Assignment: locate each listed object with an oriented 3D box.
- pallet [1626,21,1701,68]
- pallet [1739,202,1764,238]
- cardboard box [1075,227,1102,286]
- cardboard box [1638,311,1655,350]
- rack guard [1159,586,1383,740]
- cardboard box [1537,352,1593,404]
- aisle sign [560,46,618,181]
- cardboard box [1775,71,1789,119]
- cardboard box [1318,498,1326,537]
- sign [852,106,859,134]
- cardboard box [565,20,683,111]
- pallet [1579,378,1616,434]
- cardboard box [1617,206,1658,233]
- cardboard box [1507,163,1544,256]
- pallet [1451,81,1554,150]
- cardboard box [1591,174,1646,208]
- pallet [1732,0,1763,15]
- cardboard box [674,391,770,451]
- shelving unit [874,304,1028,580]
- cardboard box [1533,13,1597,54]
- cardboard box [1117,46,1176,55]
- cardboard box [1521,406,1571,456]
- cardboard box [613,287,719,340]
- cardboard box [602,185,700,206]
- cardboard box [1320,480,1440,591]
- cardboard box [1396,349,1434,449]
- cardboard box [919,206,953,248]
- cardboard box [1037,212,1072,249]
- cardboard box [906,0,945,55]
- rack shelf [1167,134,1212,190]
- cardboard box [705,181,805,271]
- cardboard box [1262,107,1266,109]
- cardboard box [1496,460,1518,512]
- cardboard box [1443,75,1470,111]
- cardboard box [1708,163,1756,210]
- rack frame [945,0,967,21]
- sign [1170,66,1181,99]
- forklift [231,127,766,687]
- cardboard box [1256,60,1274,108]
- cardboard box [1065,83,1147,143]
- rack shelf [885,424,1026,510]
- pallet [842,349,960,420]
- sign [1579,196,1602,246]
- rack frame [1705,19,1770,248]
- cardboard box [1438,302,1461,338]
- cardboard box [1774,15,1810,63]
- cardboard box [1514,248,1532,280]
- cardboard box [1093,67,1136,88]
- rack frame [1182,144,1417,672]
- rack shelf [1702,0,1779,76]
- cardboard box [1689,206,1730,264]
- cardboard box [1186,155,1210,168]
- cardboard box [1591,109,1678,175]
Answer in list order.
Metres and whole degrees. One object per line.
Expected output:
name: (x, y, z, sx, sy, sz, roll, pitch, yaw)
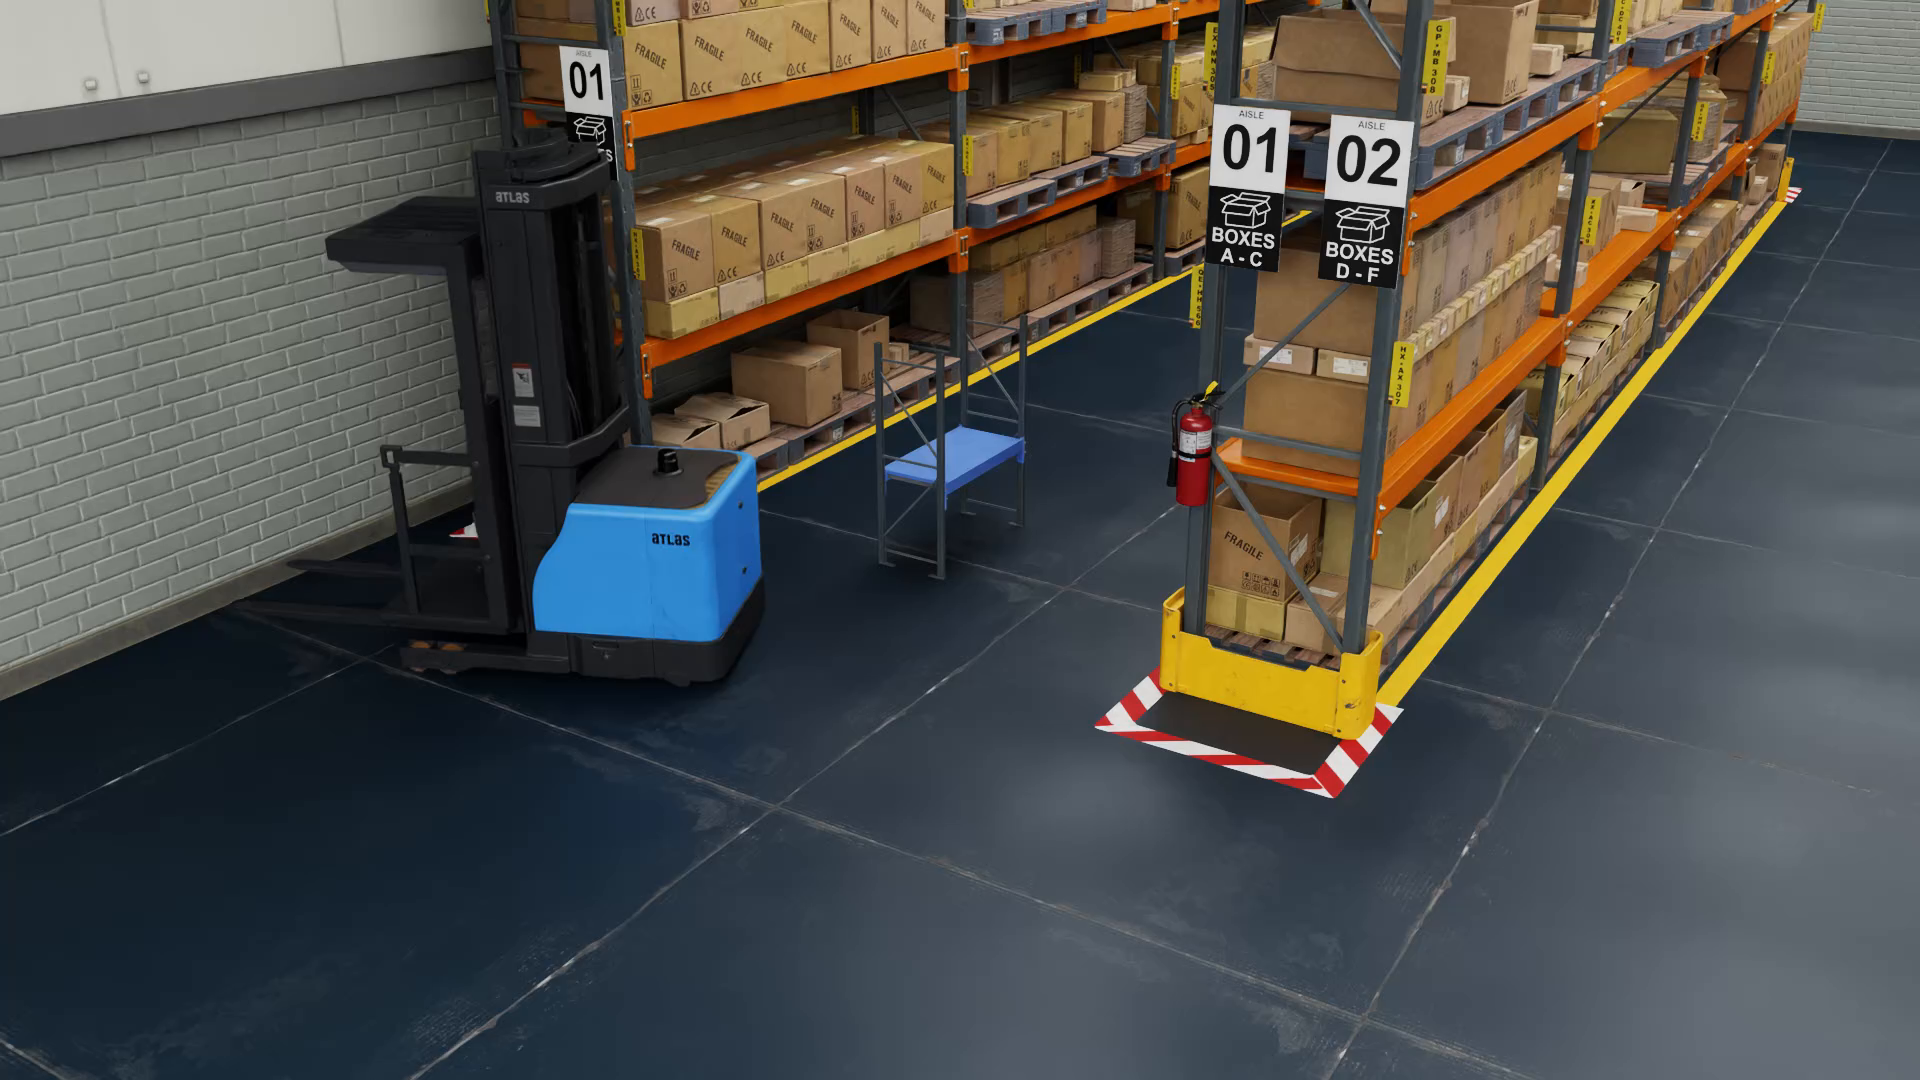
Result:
pallet: (5.047, -3.860, 12.854, 1.003, 0.211, 1.213, 15, 28, 31)
pallet: (9.032, -3.912, 20.020, 1.003, 0.211, 1.213, 14, 27, 29)
cardboard box: (1.000, -2.885, 16.730, 0.700, 0.500, 0.500, 14, 27, 29)
cardboard box: (5.846, -1.899, 14.792, 0.500, 0.250, 0.500, 15, 27, 30)
rack guard: (1.684, 0.659, 9.099, 1.175, 0.500, 0.348, 14, 27, 29)
cardboard box: (4.504, -1.290, 12.680, 0.500, 0.311, 0.500, 14, 27, 28)
aisle sign: (-2.297, -2.639, 10.298, 0.394, 0.787, 0.004, 14, 27, 29)
cardboard box: (9.327, -5.221, 19.409, 0.500, 0.500, 0.500, 13, 27, 28)
cardboard box: (2.241, -0.355, 10.283, 0.500, 0.500, 0.500, 14, 27, 29)
sign: (-0.878, -3.530, 14.170, 0.100, 0.325, 0.005, 14, 27, 29)
cardboard box: (-2.125, -3.025, 10.536, 0.500, 0.500, 0.500, 15, 27, 30)
pallet: (4.804, -1.237, 13.842, 1.003, 0.211, 1.213, 14, 27, 29)
cardboard box: (5.677, -2.720, 14.073, 0.380, 0.149, 0.250, 14, 27, 29)
cardboard box: (3.312, -2.166, 10.718, 0.700, 0.500, 0.500, 14, 27, 29)
pallet: (2.734, -2.479, 9.536, 1.003, 0.211, 1.213, 14, 27, 29)
cardboard box: (5.687, -3.042, 14.613, 0.500, 0.311, 0.500, 16, 28, 32)
pallet: (7.078, -5.281, 16.133, 1.213, 0.211, 1.003, 14, 27, 29)
cardboard box: (-1.772, -0.908, 12.403, 0.500, 0.311, 0.500, 16, 28, 33)
shelving unit: (-0.045, -0.659, 10.886, 0.538, 1.500, 1.048, 14, 27, 29)
cardboard box: (4.139, -3.553, 11.566, 0.500, 0.250, 0.500, 17, 29, 34)
cardboard box: (2.001, -5.150, 17.902, 0.500, 0.250, 0.500, 13, 27, 27)
cardboard box: (4.229, -0.861, 12.397, 0.500, 0.250, 0.500, 13, 27, 28)
cardboard box: (-1.987, -1.572, 11.268, 0.500, 0.250, 0.500, 13, 27, 27)
cardboard box: (-2.172, -2.189, 11.751, 0.500, 0.500, 0.500, 14, 27, 30)
cardboard box: (2.430, -0.075, 9.636, 0.500, 0.500, 0.500, 14, 27, 29)
cardboard box: (2.226, -0.875, 9.370, 0.700, 0.500, 0.500, 15, 27, 30)
cardboard box: (-0.397, -2.600, 13.644, 0.500, 0.250, 0.500, 14, 27, 29)
cardboard box: (0.749, -3.024, 16.109, 0.500, 0.250, 0.500, 14, 27, 29)
cardboard box: (-0.462, -4.092, 12.999, 0.500, 0.500, 0.500, 15, 27, 30)
rack shelf: (2.761, -4.578, 18.955, 1.077, 0.370, 4.000, 14, 27, 29)
cardboard box: (-1.460, -2.254, 11.900, 0.500, 0.500, 0.500, 13, 27, 27)
cardboard box: (3.315, -4.966, 19.236, 0.380, 0.149, 0.250, 14, 27, 29)
cardboard box: (3.475, -0.408, 11.350, 0.500, 0.250, 0.500, 14, 27, 29)
cardboard box: (2.467, -2.375, 8.795, 0.380, 0.149, 0.250, 14, 27, 29)
cardboard box: (9.013, -4.238, 19.852, 0.797, 0.503, 0.637, 14, 27, 29)
rack frame: (-0.404, -5.636, 12.943, 1.000, 3.000, 0.127, 14, 27, 29)
sign: (2.172, -4.618, 16.783, 0.100, 0.325, 0.005, 14, 27, 29)
forklift: (-2.742, -0.784, 9.372, 3.031, 2.935, 1.130, 4, 24, 8)
cardboard box: (3.253, -5.224, 19.017, 0.500, 0.500, 0.500, 14, 27, 29)
cardboard box: (1.466, -4.320, 16.774, 0.700, 0.500, 0.500, 11, 26, 23)
rack shelf: (-0.045, -0.494, 10.957, 0.538, 0.185, 1.000, 14, 27, 29)
pallet: (-0.728, -1.369, 14.148, 1.003, 0.211, 1.213, 14, 27, 29)
sign: (4.279, -2.164, 11.284, 0.100, 0.325, 0.005, 14, 27, 29)
rack frame: (8.026, -4.546, 17.976, 1.000, 3.000, 0.127, 14, 27, 29)
cardboard box: (2.629, -1.276, 9.479, 0.380, 0.149, 0.250, 13, 27, 27)
cardboard box: (9.869, -6.023, 20.002, 0.500, 0.500, 0.500, 15, 27, 30)
cardboard box: (3.439, -1.792, 10.672, 0.380, 0.149, 0.250, 14, 27, 29)
cardboard box: (1.549, -4.656, 16.733, 0.380, 0.149, 0.250, 10, 25, 22)
rack frame: (1.696, -0.496, 8.621, 1.000, 3.000, 0.127, 14, 27, 29)
rack shelf: (6.971, -4.918, 15.964, 1.077, 0.370, 4.000, 14, 27, 29)
cardboard box: (7.741, -3.209, 17.481, 0.500, 0.500, 0.500, 14, 27, 29)
cardboard box: (2.673, -3.954, 18.786, 0.750, 0.750, 0.750, 14, 27, 29)
cardboard box: (6.153, -3.671, 15.300, 0.700, 0.500, 0.500, 5, 24, 11)
